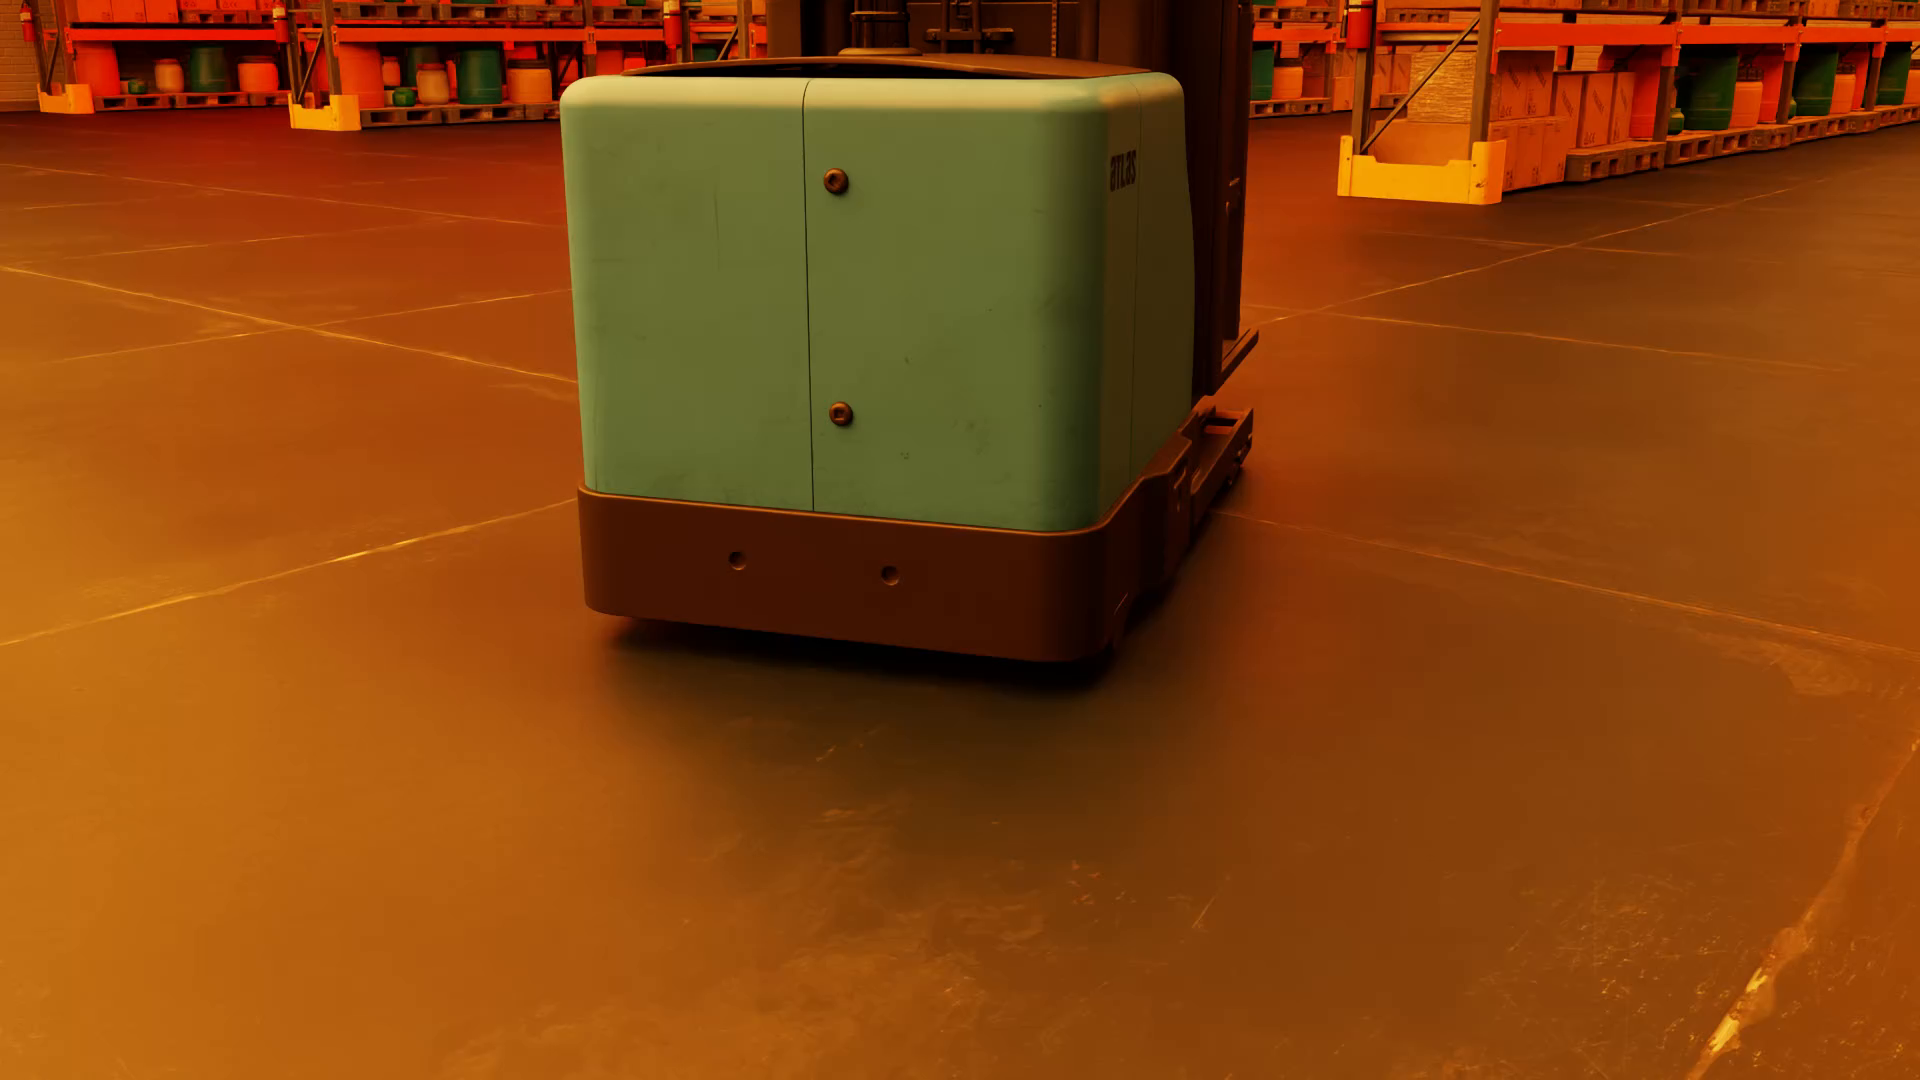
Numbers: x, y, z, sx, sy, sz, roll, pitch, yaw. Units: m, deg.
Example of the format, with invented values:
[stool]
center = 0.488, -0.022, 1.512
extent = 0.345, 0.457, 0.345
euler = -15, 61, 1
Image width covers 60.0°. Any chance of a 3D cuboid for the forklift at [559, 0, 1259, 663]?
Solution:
[forklift]
center = 0.182, -1.571, 4.072
extent = 1.130, 2.935, 3.031
euler = 5, 18, 17
